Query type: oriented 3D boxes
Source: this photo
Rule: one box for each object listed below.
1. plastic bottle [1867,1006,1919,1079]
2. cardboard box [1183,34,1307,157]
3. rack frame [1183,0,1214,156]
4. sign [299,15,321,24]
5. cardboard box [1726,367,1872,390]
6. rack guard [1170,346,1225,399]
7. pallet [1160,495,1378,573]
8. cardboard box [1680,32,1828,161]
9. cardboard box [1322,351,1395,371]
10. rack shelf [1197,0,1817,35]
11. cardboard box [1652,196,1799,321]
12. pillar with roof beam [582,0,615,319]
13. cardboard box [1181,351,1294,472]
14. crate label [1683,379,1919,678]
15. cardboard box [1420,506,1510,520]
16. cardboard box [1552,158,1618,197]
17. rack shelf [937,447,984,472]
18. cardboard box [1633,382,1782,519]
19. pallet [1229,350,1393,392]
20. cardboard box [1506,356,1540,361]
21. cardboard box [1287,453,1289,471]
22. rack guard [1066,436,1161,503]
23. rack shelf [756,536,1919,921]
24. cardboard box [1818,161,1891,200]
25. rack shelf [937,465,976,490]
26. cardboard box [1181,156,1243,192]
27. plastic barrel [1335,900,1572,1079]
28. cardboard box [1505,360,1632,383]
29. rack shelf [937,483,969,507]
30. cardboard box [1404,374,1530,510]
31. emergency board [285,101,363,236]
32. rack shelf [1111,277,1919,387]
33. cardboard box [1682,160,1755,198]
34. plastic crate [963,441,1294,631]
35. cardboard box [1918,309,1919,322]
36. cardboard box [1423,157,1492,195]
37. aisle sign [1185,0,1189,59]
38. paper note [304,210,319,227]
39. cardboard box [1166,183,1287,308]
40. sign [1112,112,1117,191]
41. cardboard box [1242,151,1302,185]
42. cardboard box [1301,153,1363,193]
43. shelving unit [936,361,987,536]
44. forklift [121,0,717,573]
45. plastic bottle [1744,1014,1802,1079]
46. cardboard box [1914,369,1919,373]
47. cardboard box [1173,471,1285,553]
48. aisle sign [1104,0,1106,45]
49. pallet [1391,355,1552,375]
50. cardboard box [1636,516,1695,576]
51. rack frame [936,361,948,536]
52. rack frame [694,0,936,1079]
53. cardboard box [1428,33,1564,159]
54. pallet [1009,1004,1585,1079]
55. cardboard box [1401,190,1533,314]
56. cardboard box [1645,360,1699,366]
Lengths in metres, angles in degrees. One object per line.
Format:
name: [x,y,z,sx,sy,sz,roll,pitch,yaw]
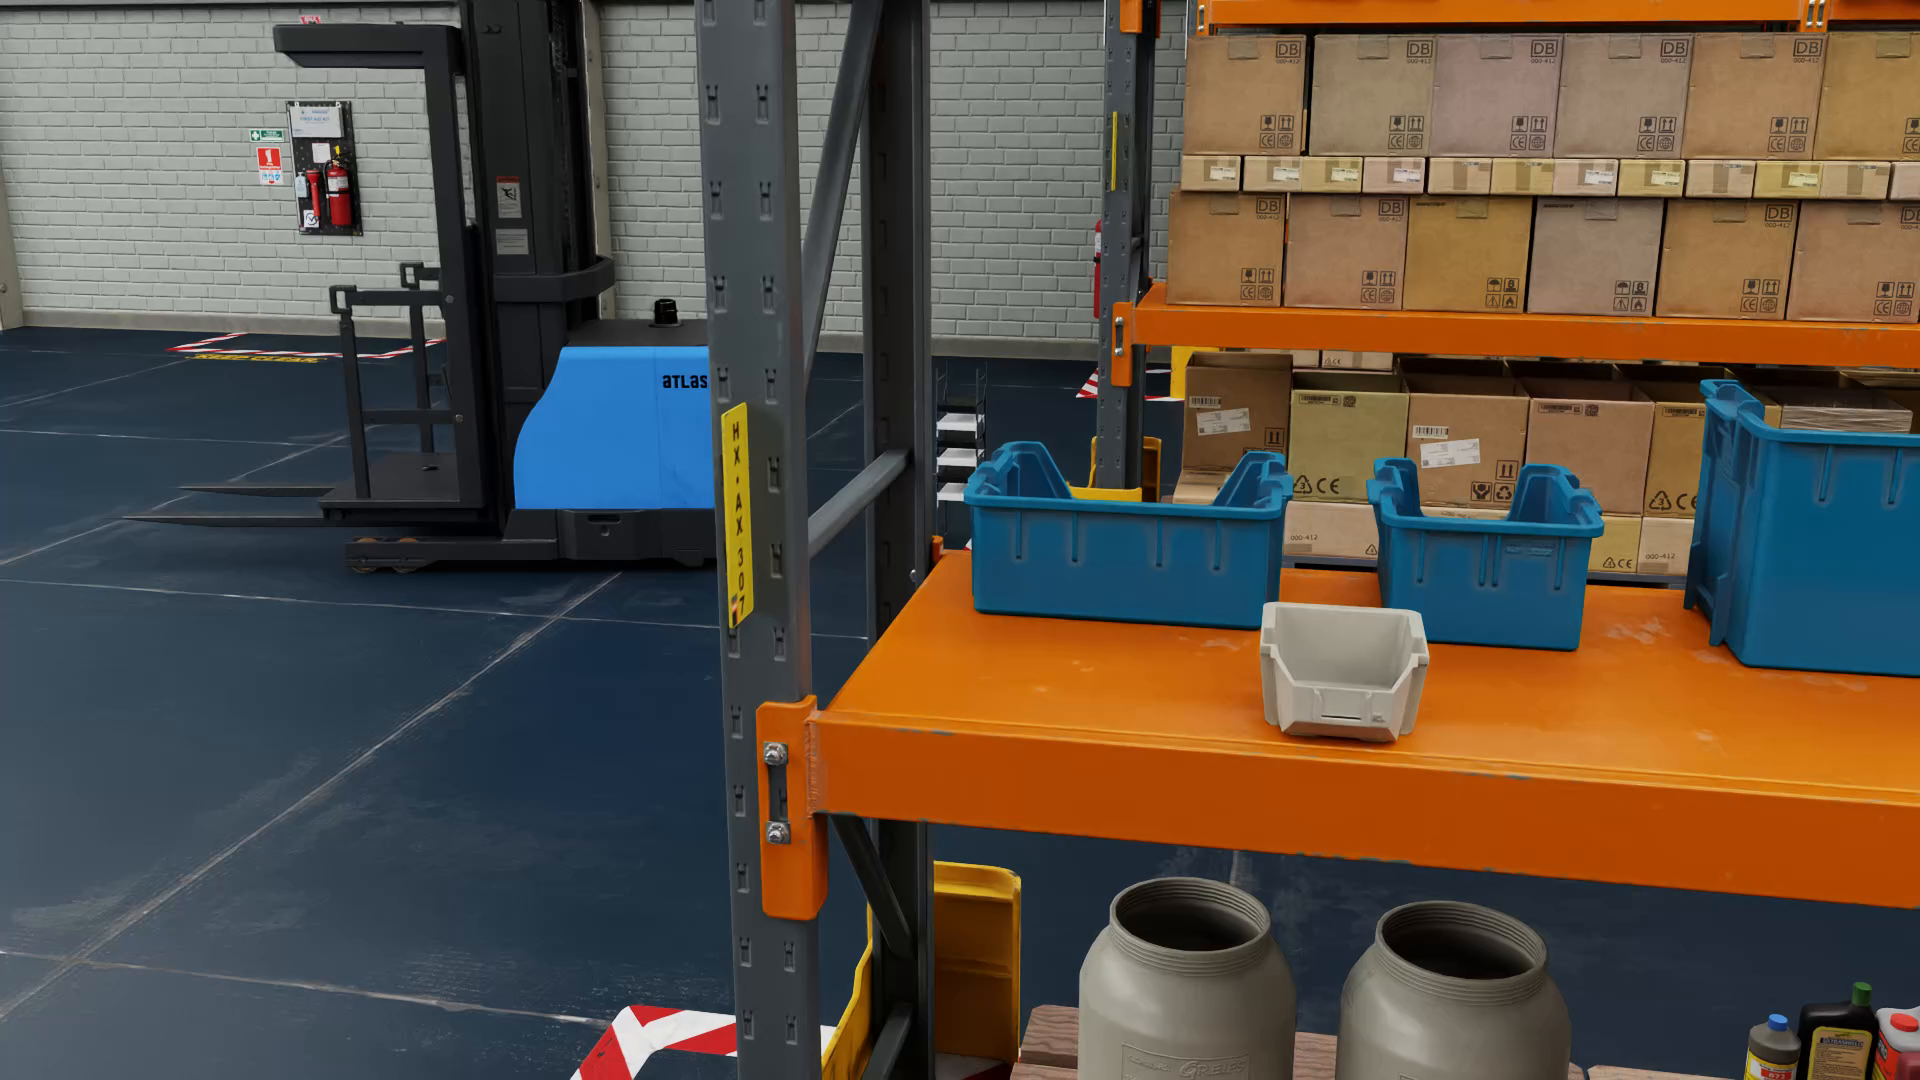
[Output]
plastic bottle: [1.911,1.057,3.334,0.135,0.276,0.152,3,16,12]
cardboard box: [1.280,-1.985,7.420,0.500,0.500,0.700,3,16,11]
rack frame: [1.756,-2.638,12.398,0.127,3.000,1.000,3,16,11]
sign: [-5.667,-4.432,14.529,0.199,0.298,0.001,3,16,11]
cardboard box: [3.809,-0.499,7.635,0.500,0.500,0.500,3,16,11]
rack guard: [1.831,-1.430,12.717,0.348,0.500,1.175,3,16,11]
pallet: [1.530,0.031,7.984,1.213,0.211,1.003,3,16,11]
cardboard box: [3.270,-1.878,7.036,0.500,0.500,0.700,3,16,11]
cardboard box: [2.975,-1.464,12.371,0.500,0.311,0.500,4,16,16]
rack shelf: [3.716,-3.631,11.709,4.000,0.370,1.077,3,16,11]
cardboard box: [3.247,-1.254,7.212,0.500,0.500,0.700,3,16,12]
pillar with roof beam: [-4.123,-4.912,9.366,0.400,9.000,9.100,3,16,11]
cardboard box: [1.358,-0.630,8.108,0.500,0.500,0.500,3,16,11]
crate label: [1.640,-0.037,2.939,0.616,0.435,0.502,3,16,11]
cardboard box: [2.235,-0.080,7.528,0.500,0.250,0.500,3,16,11]
cardboard box: [2.620,-1.544,7.044,0.250,0.149,0.380,3,16,12]
rack shelf: [0.008,-0.401,8.379,0.200,0.077,0.258,3,16,11]
cardboard box: [3.216,-0.391,7.244,0.500,0.500,0.500,3,16,11]
pallet: [2.620,-1.238,12.566,1.213,0.211,1.003,3,16,11]
cardboard box: [4.113,-1.354,12.277,0.250,0.149,0.380,2,16,7]
cardboard box: [1.850,-0.245,8.121,0.500,0.250,0.500,3,16,11]
rack guard: [0.749,-0.139,8.057,0.348,0.500,1.175,3,16,11]
rack shelf: [1.742,0.406,2.754,4.000,0.370,1.077,3,16,11]
cardboard box: [3.627,-1.489,6.847,0.250,0.149,0.380,3,16,11]
rack shelf: [0.008,-0.314,8.403,0.200,0.077,0.258,3,16,11]
cardboard box: [1.114,-1.626,7.340,0.250,0.149,0.380,3,16,11]
plastic barrel: [0.933,0.992,3.167,0.421,0.512,0.421,0,15,0]
cardboard box: [2.830,-0.554,7.832,0.500,0.500,0.500,3,16,11]
rack shelf: [0.008,-0.228,8.427,0.200,0.077,0.258,3,16,11]
cardboard box: [2.237,-0.445,7.439,0.500,0.500,0.500,3,16,11]
emergency board: [-5.679,-3.288,14.743,0.643,1.169,0.194,3,16,11]
rack shelf: [2.733,-0.889,7.431,4.000,0.370,1.077,3,16,11]
cardboard box: [3.139,-1.517,6.946,0.250,0.149,0.380,4,16,13]
plastic crate: [0.332,-0.027,3.248,0.616,0.251,0.499,3,16,11]
cardboard box: [4.256,-1.200,7.017,0.500,0.500,0.700,3,16,10]
cardboard box: [2.126,-1.571,7.143,0.250,0.149,0.380,3,16,9]
aisle sign: [1.626,-3.817,11.781,0.004,0.787,0.394,3,16,11]
paper note: [-5.839,-2.891,14.960,0.142,0.148,0.016,3,16,11]
cardboard box: [1.228,-1.362,7.604,0.500,0.500,0.700,3,16,11]
sign: [0.656,-1.653,7.070,0.005,0.325,0.100,3,16,11]
cardboard box: [1.442,-1.719,7.676,0.250,0.149,0.380,4,16,12]
cardboard box: [1.618,-1.599,7.243,0.250,0.149,0.380,3,16,11]
shelving unit: [0.008,-0.433,8.370,0.210,0.900,0.258,3,16,11]
forklift: [-2.553,-1.396,8.041,3.031,2.935,1.130,0,15,0]
plastic bottle: [1.669,1.073,3.418,0.097,0.201,0.097,0,15,0]
cardboard box: [6.917,-1.384,11.727,0.500,0.500,0.700,3,16,10]
cardboard box: [1.254,-0.133,7.717,0.500,0.250,0.500,3,16,11]
aisle sign: [0.647,-2.518,7.095,0.004,0.787,0.394,3,16,11]
pallet: [3.812,-1.173,12.330,1.213,0.211,1.003,3,16,11]
cardboard box: [3.214,-0.026,7.332,0.500,0.250,0.500,3,16,11]
rack frame: [-0.092,-0.439,8.390,0.006,0.900,0.240,3,16,11]
rack frame: [-0.218,-0.047,3.042,0.127,3.000,1.000,3,16,11]
cardboard box: [2.290,-1.932,7.228,0.500,0.500,0.700,3,16,11]
pallet: [0.661,1.333,3.283,1.213,0.211,1.003,3,16,11]
cardboard box: [2.229,-1.308,7.407,0.500,0.500,0.700,3,16,11]
cardboard box: [5.146,-1.293,12.023,0.250,0.166,0.380,1,16,4]
